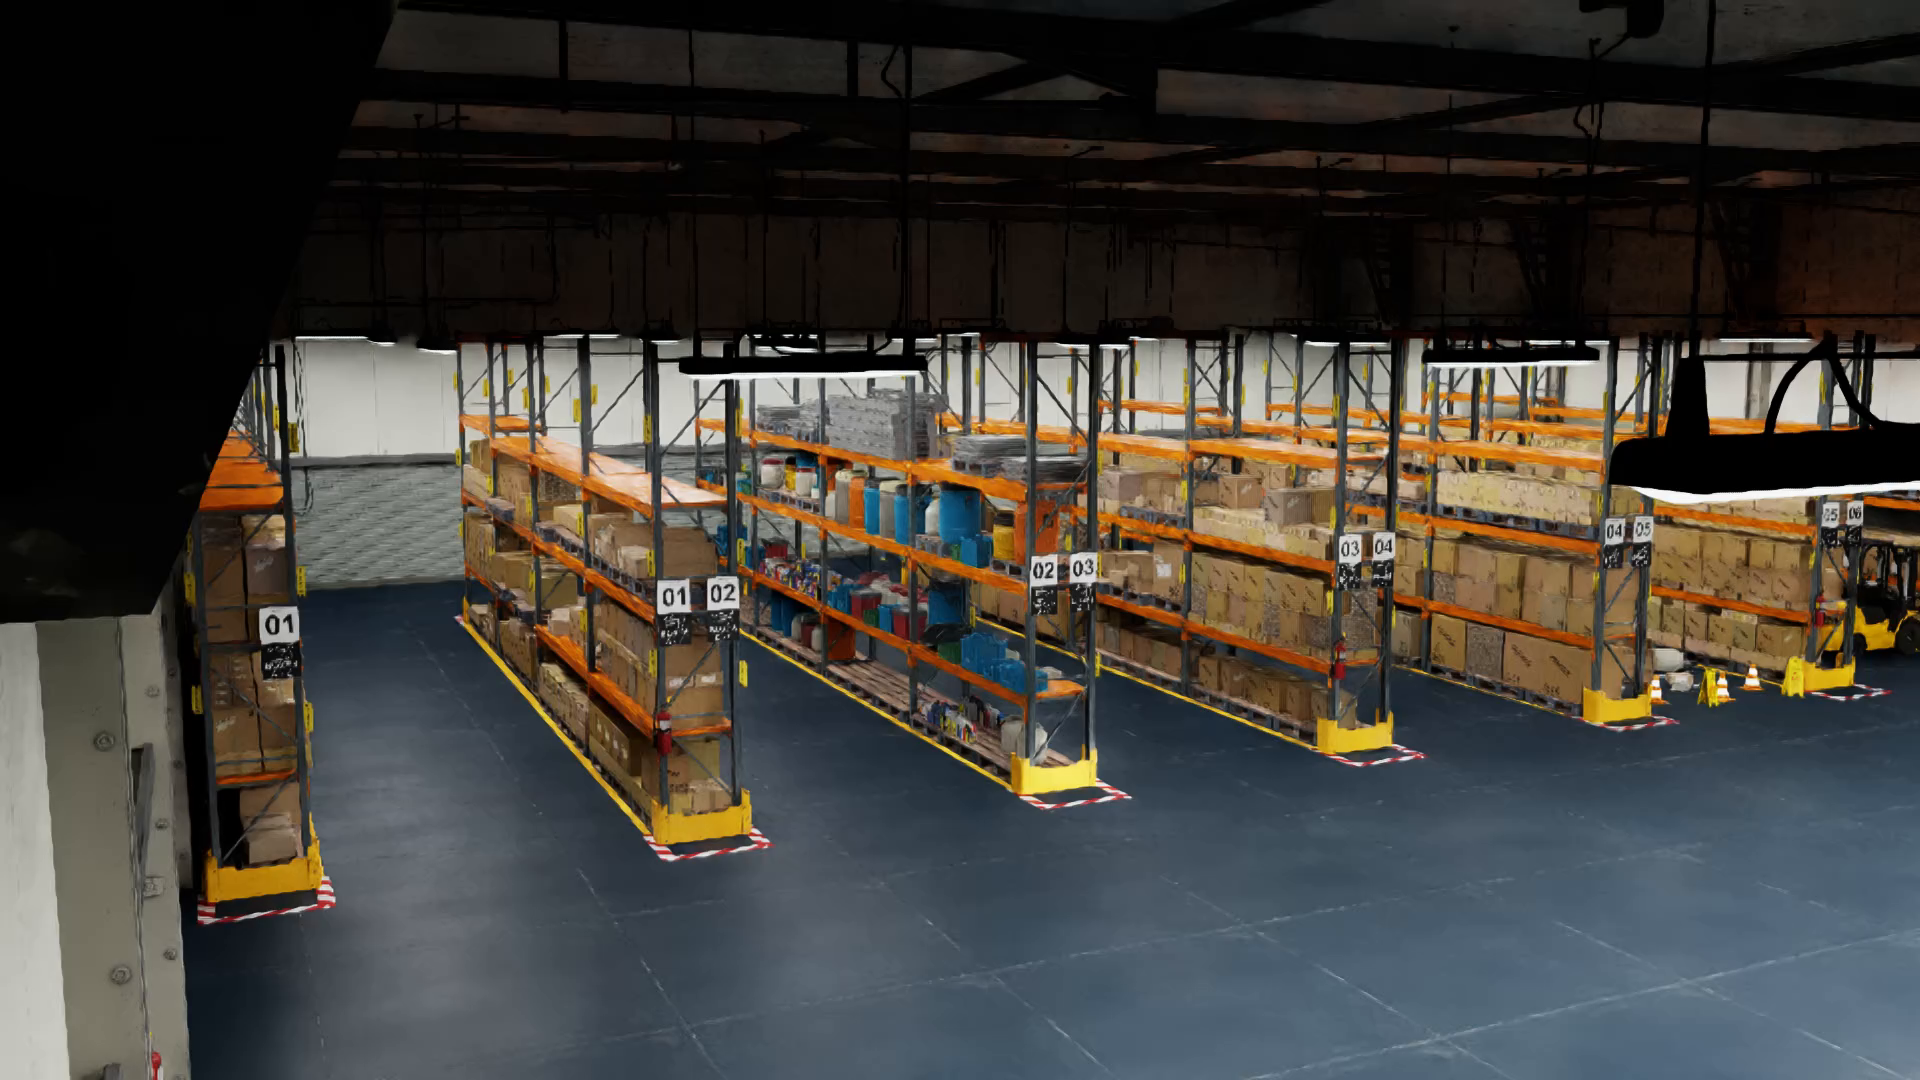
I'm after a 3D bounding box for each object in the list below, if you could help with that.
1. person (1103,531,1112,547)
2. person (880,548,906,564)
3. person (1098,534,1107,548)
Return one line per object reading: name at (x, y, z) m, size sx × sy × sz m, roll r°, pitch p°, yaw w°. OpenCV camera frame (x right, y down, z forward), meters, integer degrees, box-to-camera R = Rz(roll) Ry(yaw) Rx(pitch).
person at (3.865, -0.133, 41.910) m, size 0.573 × 1.665 × 0.548 m, roll 7°, pitch 10°, yaw 40°
person at (-1.719, -0.249, 42.496) m, size 0.571 × 1.708 × 1.035 m, roll -5°, pitch 9°, yaw -33°
person at (2.901, 0.749, 34.779) m, size 0.636 × 1.775 × 0.677 m, roll 1°, pitch 8°, yaw 7°
